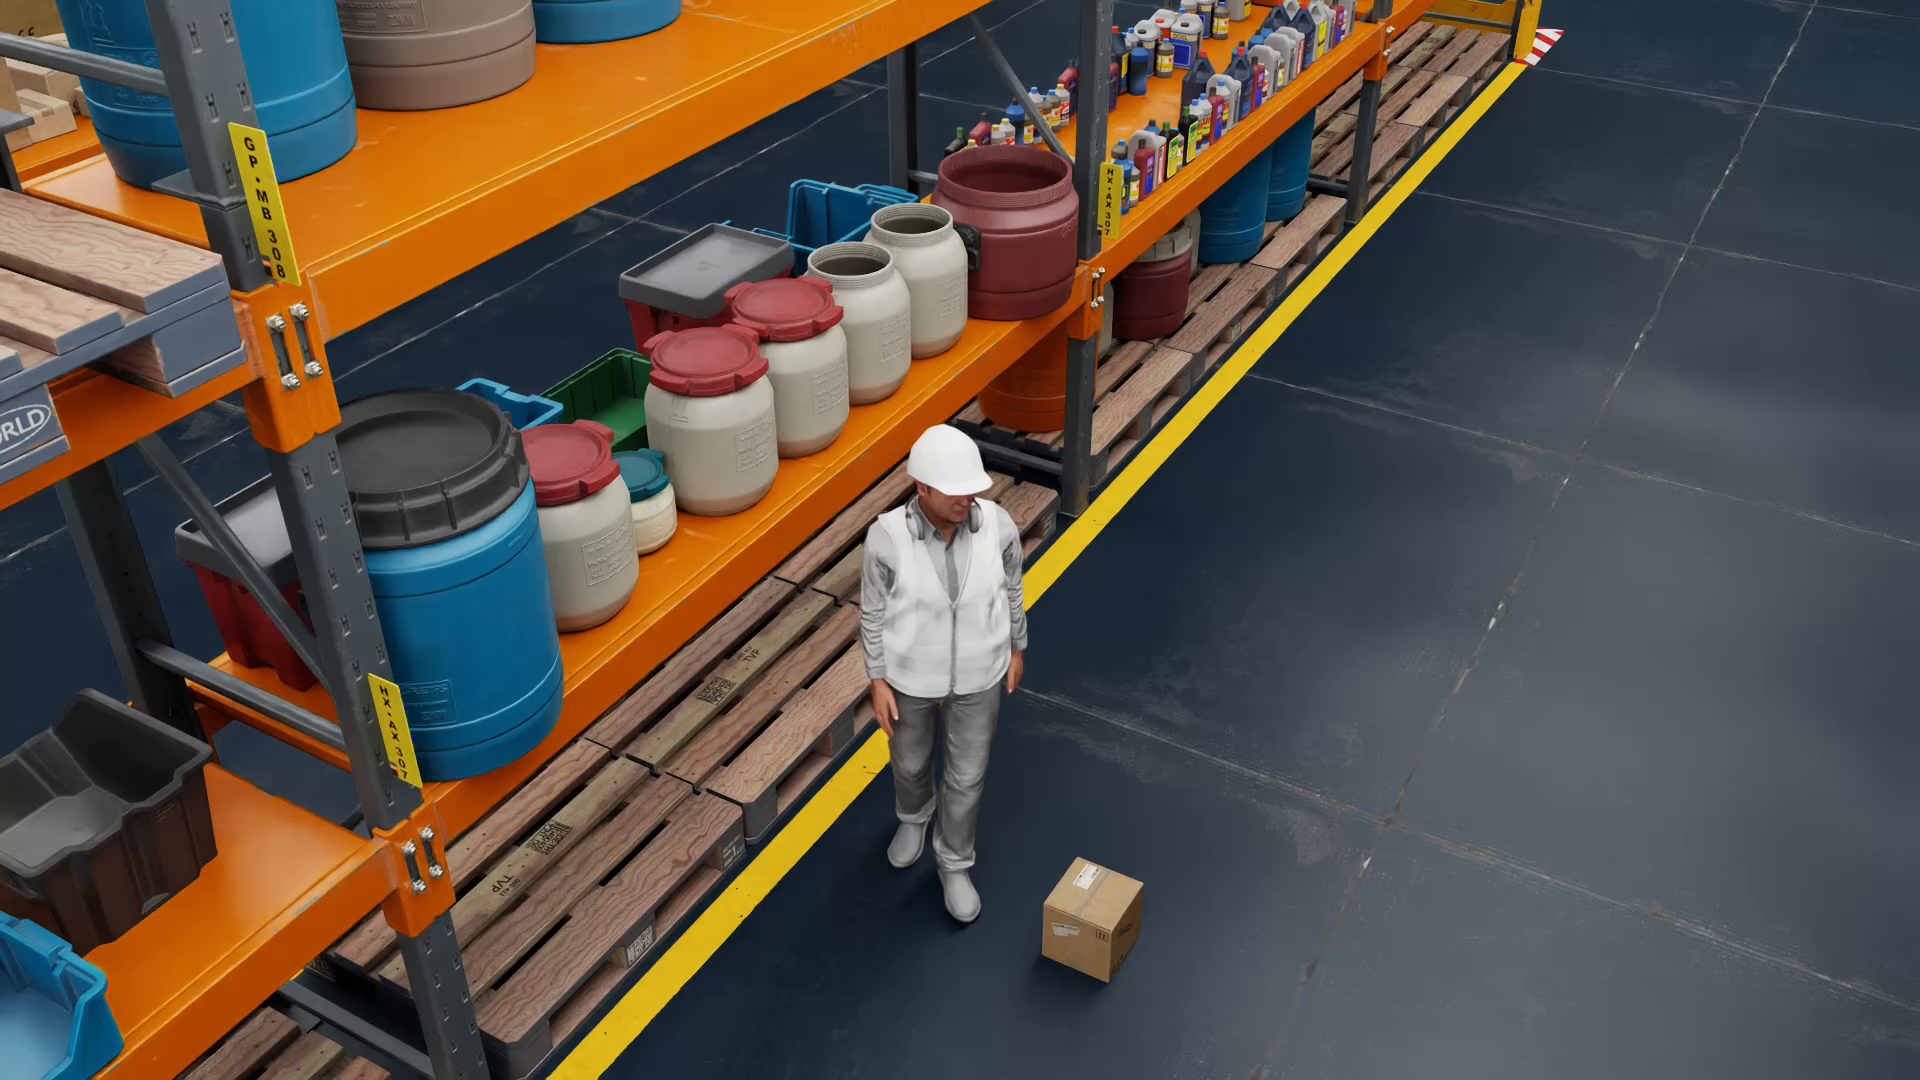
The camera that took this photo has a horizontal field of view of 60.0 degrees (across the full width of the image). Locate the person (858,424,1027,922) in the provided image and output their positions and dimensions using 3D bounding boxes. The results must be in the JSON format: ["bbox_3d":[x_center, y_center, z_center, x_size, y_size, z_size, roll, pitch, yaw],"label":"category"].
[{"bbox_3d":[-0.039,0.438,5.460,0.563,1.771,0.584,-6,34,-9],"label":"person"}]
